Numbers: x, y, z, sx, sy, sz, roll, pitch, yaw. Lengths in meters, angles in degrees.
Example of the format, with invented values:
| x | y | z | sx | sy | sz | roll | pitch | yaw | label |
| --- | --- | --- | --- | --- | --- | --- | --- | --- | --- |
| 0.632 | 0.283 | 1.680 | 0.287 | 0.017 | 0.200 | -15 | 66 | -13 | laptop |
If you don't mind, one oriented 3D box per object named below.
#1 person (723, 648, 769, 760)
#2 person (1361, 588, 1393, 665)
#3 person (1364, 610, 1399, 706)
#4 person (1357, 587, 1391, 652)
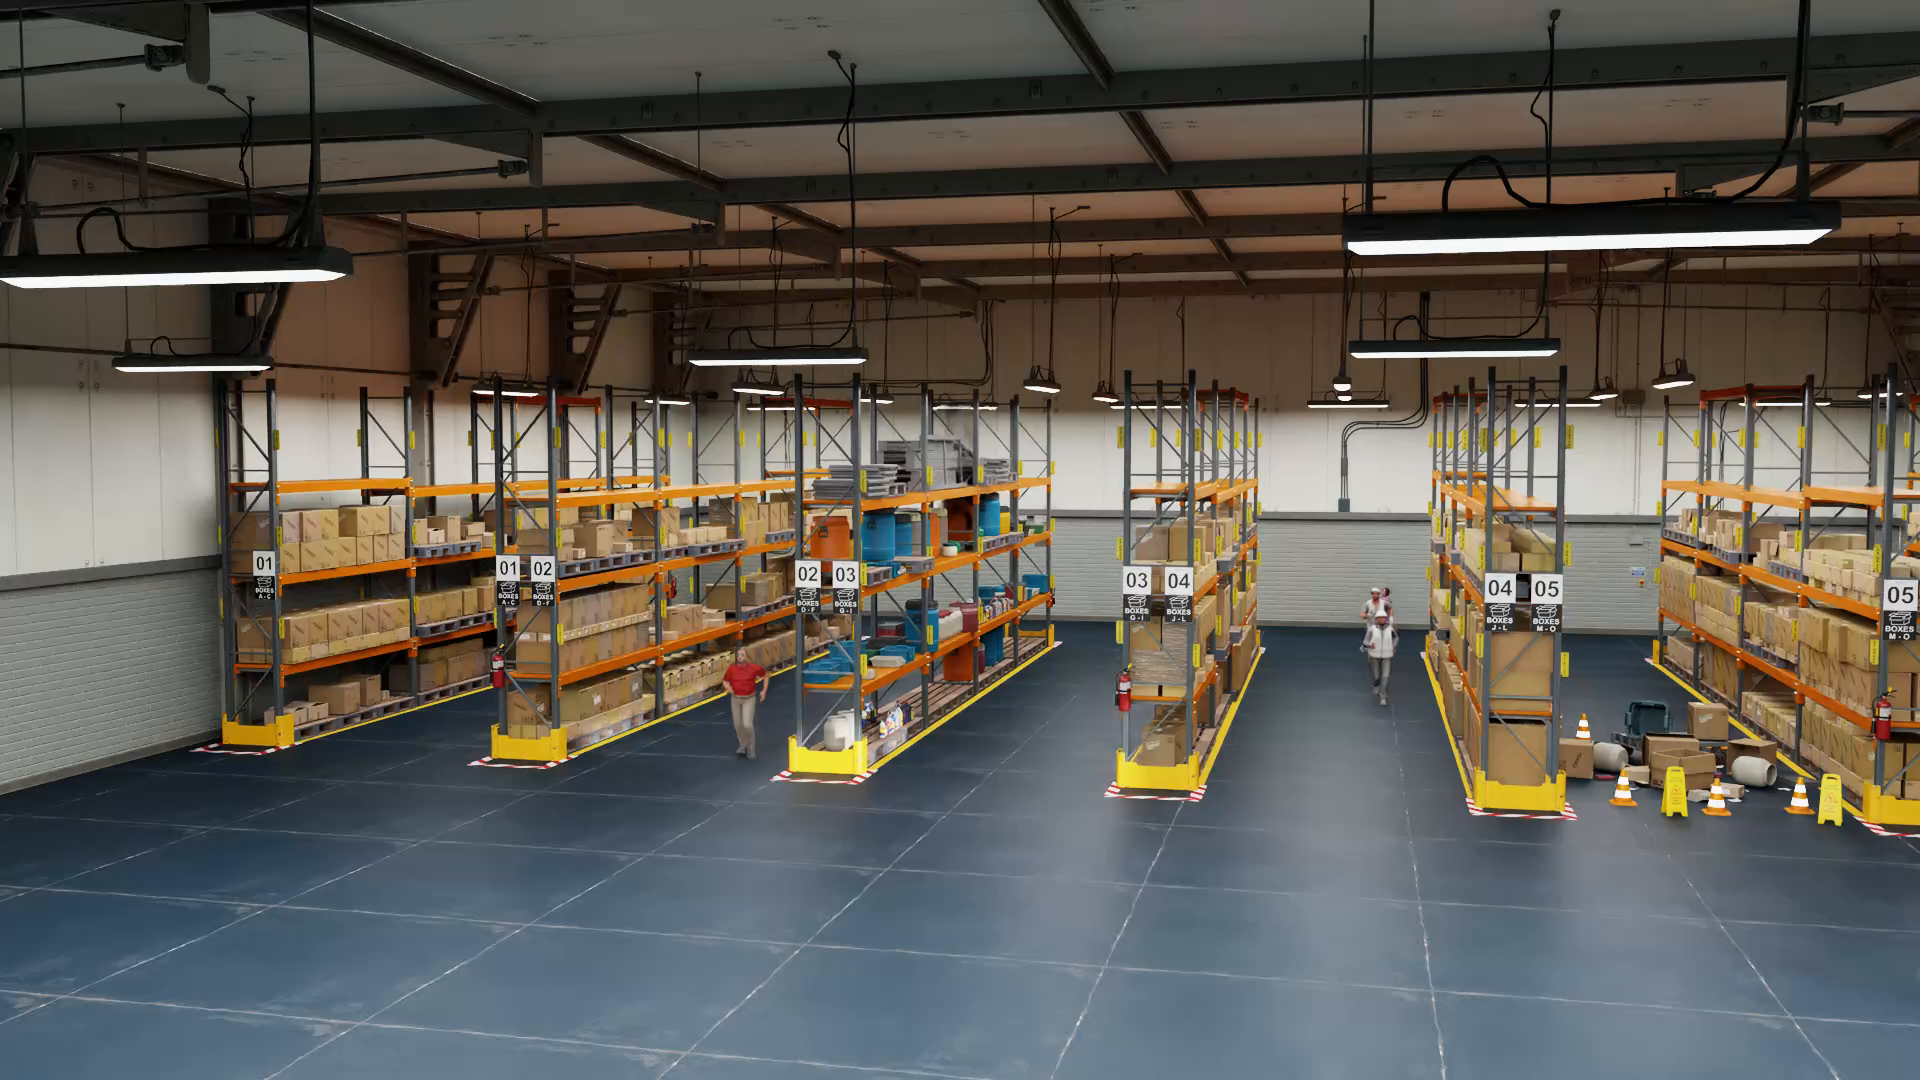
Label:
| x | y | z | sx | sy | sz | roll | pitch | yaw | label |
| --- | --- | --- | --- | --- | --- | --- | --- | --- | --- |
| -3.396 | 2.591 | 26.149 | 0.689 | 1.784 | 0.743 | 1 | 3 | 10 | person |
| 9.071 | 1.938 | 36.183 | 0.676 | 1.827 | 0.921 | 1 | 4 | 18 | person |
| 8.004 | 2.218 | 31.587 | 0.661 | 1.769 | 0.901 | 1 | 3 | 10 | person |
| 9.831 | 1.881 | 39.182 | 0.672 | 1.561 | 0.664 | -1 | 4 | -19 | person |
